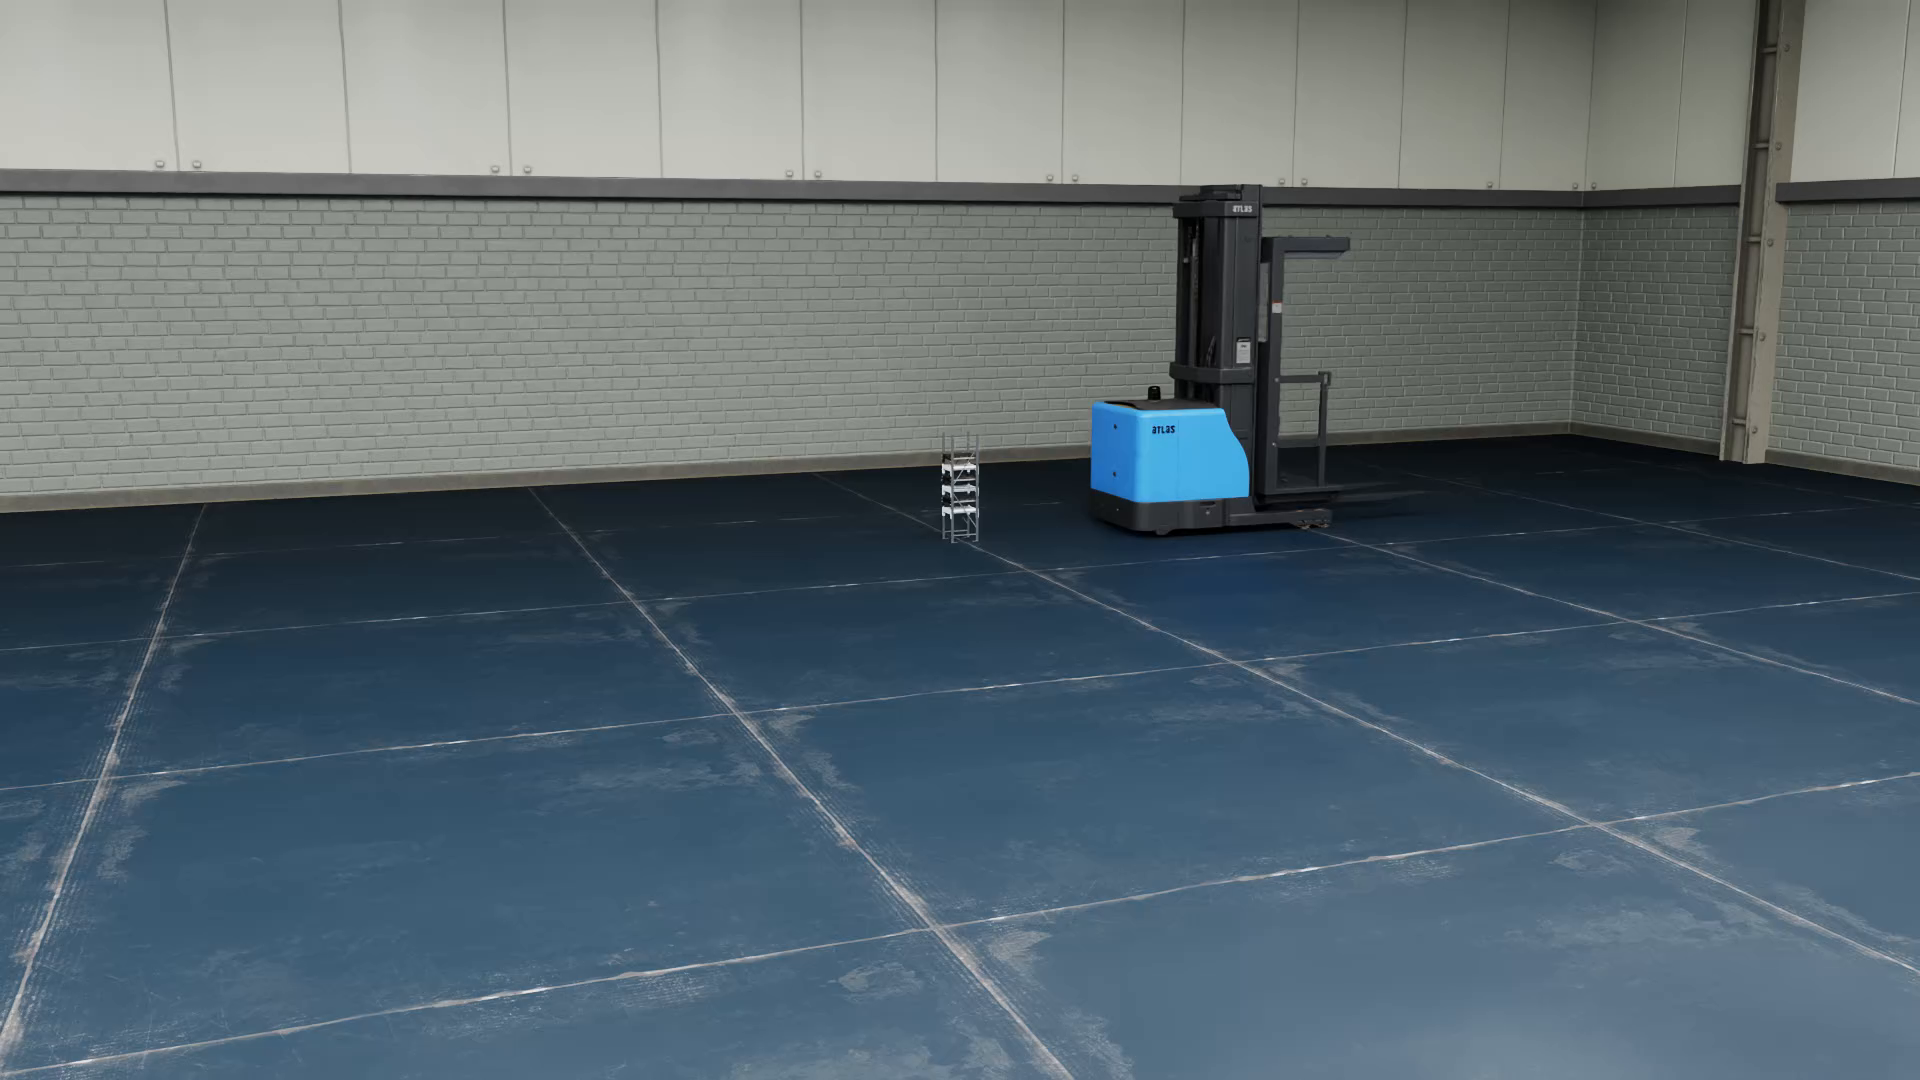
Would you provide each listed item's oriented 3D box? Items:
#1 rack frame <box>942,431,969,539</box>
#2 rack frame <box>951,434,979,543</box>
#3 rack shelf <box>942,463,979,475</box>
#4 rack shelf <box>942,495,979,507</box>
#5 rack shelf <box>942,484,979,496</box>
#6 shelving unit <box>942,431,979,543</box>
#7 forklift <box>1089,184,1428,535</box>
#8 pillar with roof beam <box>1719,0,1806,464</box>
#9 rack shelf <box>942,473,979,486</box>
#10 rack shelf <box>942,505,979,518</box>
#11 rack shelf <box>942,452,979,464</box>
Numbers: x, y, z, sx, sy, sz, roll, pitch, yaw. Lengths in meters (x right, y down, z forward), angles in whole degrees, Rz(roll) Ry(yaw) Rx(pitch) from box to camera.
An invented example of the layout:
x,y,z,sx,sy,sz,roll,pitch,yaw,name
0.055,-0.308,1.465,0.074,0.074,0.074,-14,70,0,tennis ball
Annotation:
x,y,z,sx,sy,sz,roll,pitch,yaw,name
-0.034,-0.458,13.927,0.240,0.900,0.006,-4,11,-21,rack frame
0.040,-0.425,13.741,0.240,0.900,0.006,-4,11,-21,rack frame
0.003,-0.586,13.808,0.258,0.077,0.200,-4,11,-21,rack shelf
0.003,-0.320,13.855,0.258,0.077,0.200,-4,11,-21,rack shelf
0.003,-0.409,13.840,0.258,0.077,0.200,-4,11,-21,rack shelf
0.003,-0.442,13.834,0.258,0.900,0.210,-4,11,-21,shelving unit
2.717,-1.619,14.655,3.031,2.935,1.130,-4,11,-20,forklift
4.919,-5.057,16.656,9.100,9.000,0.400,-4,11,-21,pillar with roof beam
0.003,-0.498,13.824,0.258,0.077,0.200,-4,11,-21,rack shelf
0.003,-0.232,13.871,0.258,0.077,0.200,-4,11,-21,rack shelf
0.003,-0.675,13.792,0.258,0.077,0.200,-4,11,-21,rack shelf
